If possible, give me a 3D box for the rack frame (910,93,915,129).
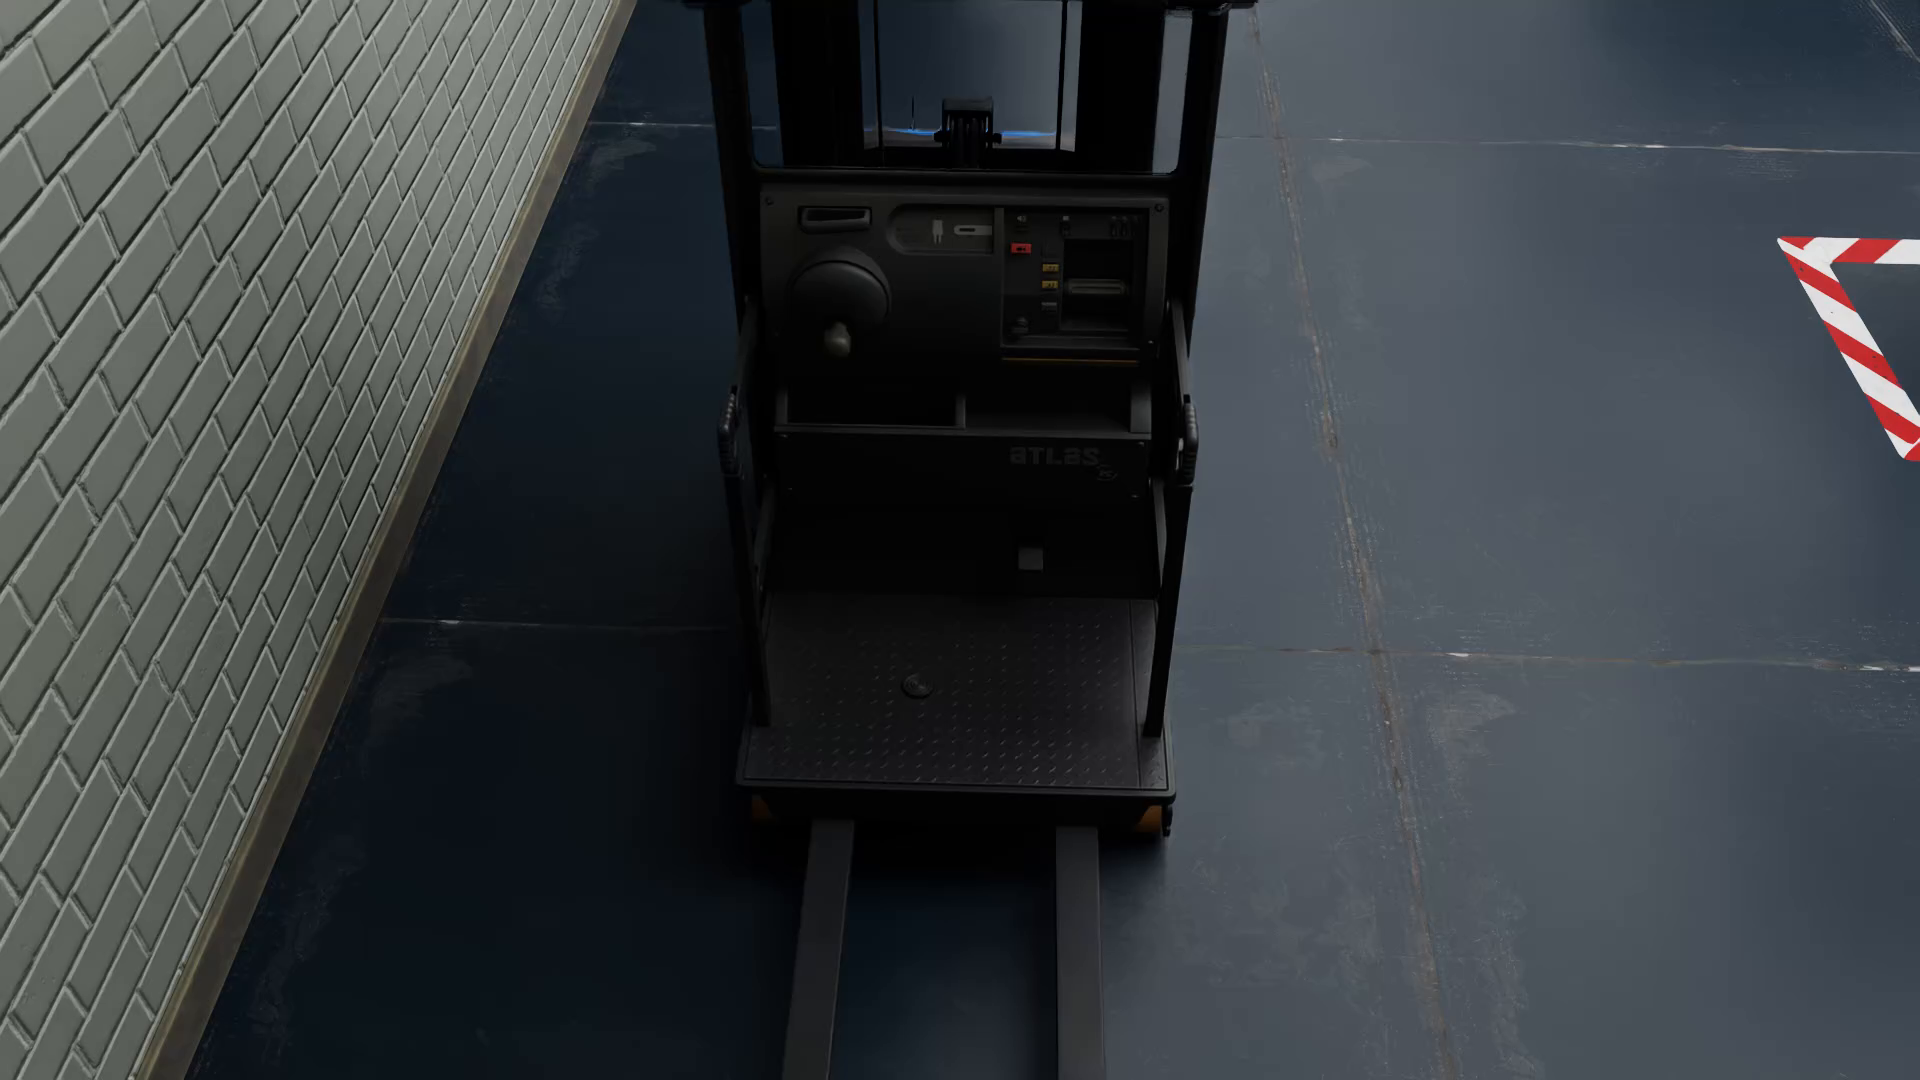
[{"bbox_3d":[-0.148,-0.951,5.500,0.008,1.050,0.200,1,43,1],"label":"rack frame"}]

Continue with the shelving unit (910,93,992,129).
[{"bbox_3d":[-0.026,-0.949,5.499,0.252,1.050,0.215,1,43,1],"label":"shelving unit"}]

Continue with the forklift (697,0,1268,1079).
[{"bbox_3d":[0.003,-0.522,3.660,1.130,2.935,3.031,1,43,1],"label":"forklift"}]

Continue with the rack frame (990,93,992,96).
[{"bbox_3d":[0.096,-0.948,5.497,0.008,1.050,0.200,1,43,1],"label":"rack frame"}]
